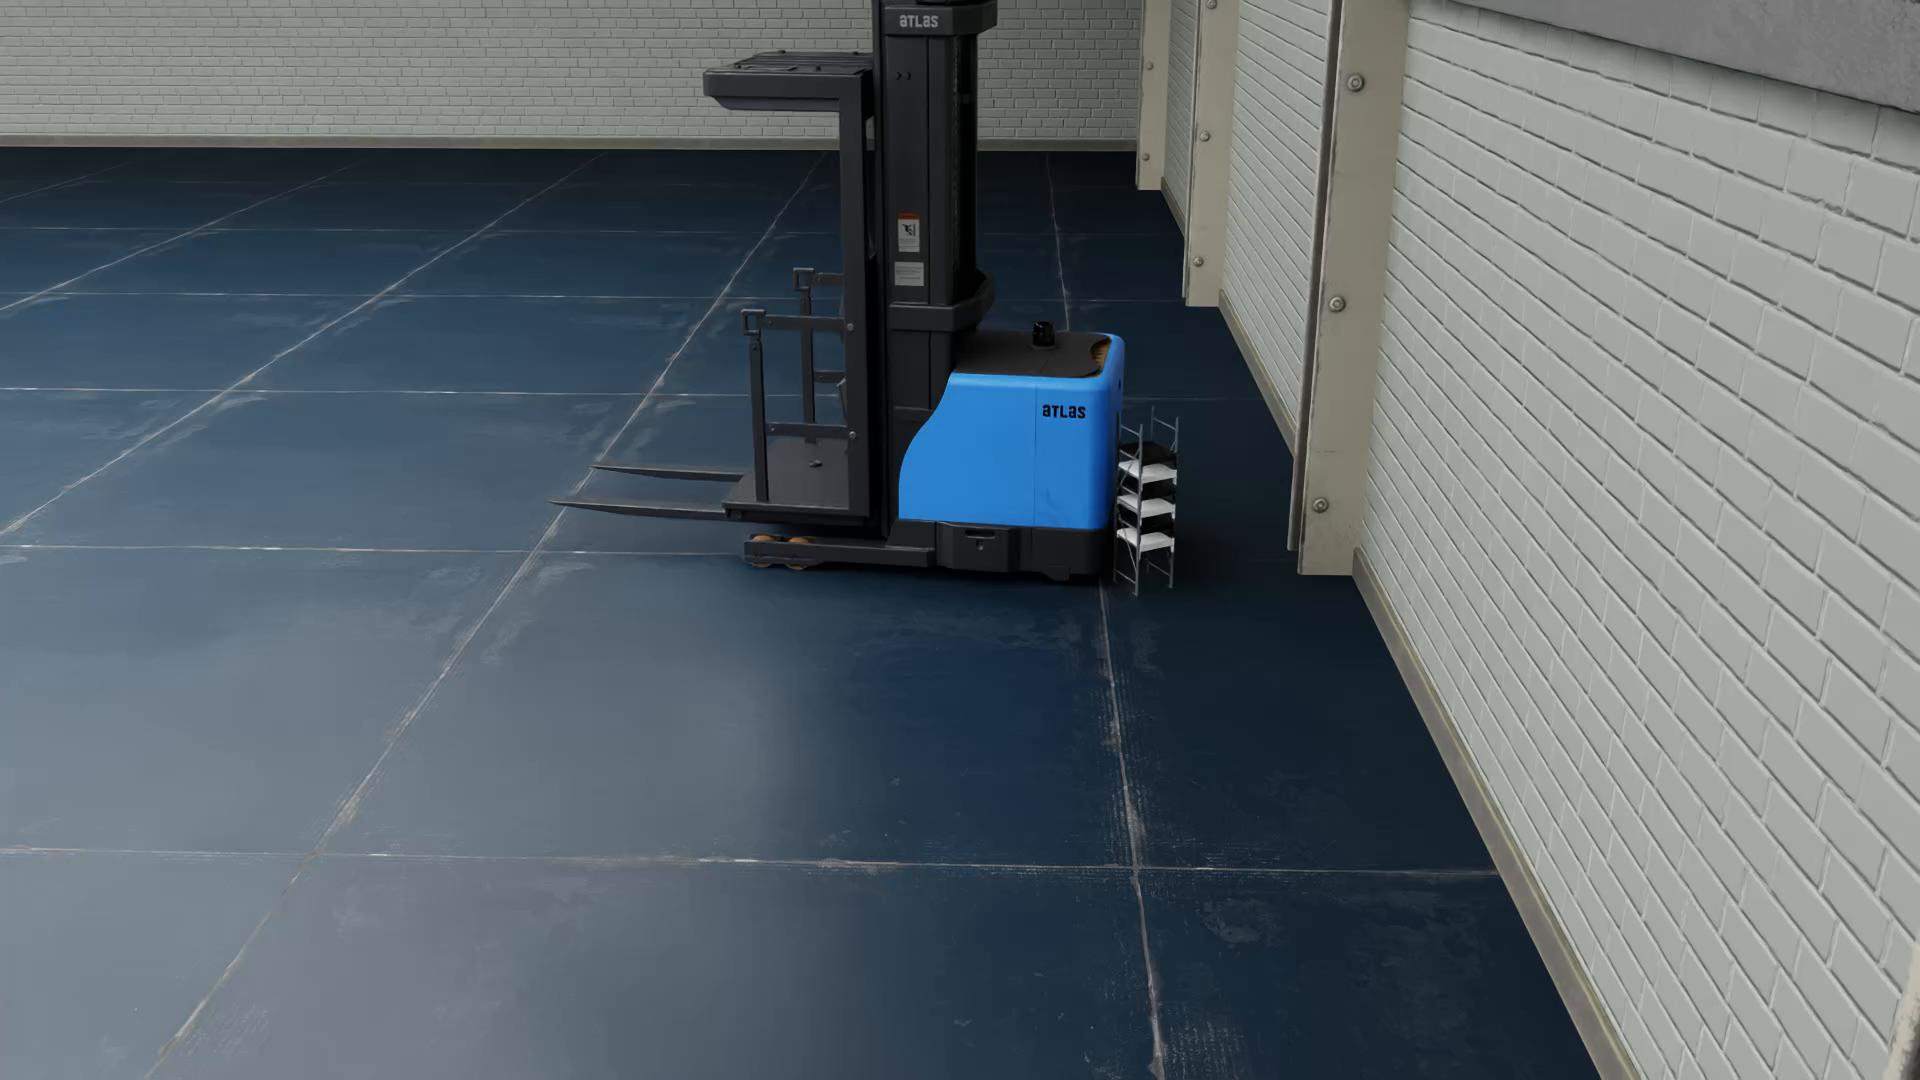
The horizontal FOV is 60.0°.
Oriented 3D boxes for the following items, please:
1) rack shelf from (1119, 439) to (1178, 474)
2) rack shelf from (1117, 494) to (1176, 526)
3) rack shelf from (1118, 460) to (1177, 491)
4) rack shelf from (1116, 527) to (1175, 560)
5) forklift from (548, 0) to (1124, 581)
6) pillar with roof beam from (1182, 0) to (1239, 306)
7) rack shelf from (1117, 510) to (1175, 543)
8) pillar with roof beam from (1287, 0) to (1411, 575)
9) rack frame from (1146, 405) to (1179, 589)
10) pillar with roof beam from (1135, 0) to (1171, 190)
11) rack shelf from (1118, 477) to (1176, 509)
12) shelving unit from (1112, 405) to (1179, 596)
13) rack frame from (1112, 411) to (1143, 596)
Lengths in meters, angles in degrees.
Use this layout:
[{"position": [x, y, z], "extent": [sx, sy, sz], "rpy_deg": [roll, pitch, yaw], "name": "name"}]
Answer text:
[{"position": [0.918, -0.414, 8.191], "extent": [0.200, 0.077, 0.258], "rpy_deg": [-11, 24, -24], "name": "rack shelf"}, {"position": [0.921, -0.163, 8.291], "extent": [0.200, 0.077, 0.258], "rpy_deg": [-11, 24, -24], "name": "rack shelf"}, {"position": [0.919, -0.330, 8.224], "extent": [0.200, 0.077, 0.258], "rpy_deg": [-11, 24, -24], "name": "rack shelf"}, {"position": [0.924, 0.004, 8.358], "extent": [0.200, 0.077, 0.258], "rpy_deg": [-11, 24, -24], "name": "rack shelf"}, {"position": [-0.673, -1.394, 8.571], "extent": [3.031, 2.935, 1.130], "rpy_deg": [3, 21, 9], "name": "forklift"}, {"position": [-2.214, -6.304, 12.835], "extent": [9.100, 9.000, 0.400], "rpy_deg": [1, 21, 2], "name": "pillar with roof beam"}, {"position": [0.923, -0.079, 8.325], "extent": [0.200, 0.077, 0.258], "rpy_deg": [-11, 24, -24], "name": "rack shelf"}, {"position": [-2.397, -4.134, 7.244], "extent": [9.100, 9.000, 0.400], "rpy_deg": [1, 21, 2], "name": "pillar with roof beam"}, {"position": [1.012, -0.212, 8.320], "extent": [0.006, 0.900, 0.240], "rpy_deg": [-11, 24, -24], "name": "rack frame"}, {"position": [-2.032, -8.473, 18.426], "extent": [9.100, 9.000, 0.400], "rpy_deg": [1, 21, 2], "name": "pillar with roof beam"}, {"position": [0.920, -0.247, 8.258], "extent": [0.200, 0.077, 0.258], "rpy_deg": [-11, 24, -24], "name": "rack shelf"}, {"position": [0.921, -0.194, 8.279], "extent": [0.210, 0.900, 0.258], "rpy_deg": [-11, 24, -24], "name": "shelving unit"}, {"position": [0.830, -0.176, 8.238], "extent": [0.006, 0.900, 0.240], "rpy_deg": [-11, 24, -24], "name": "rack frame"}]
